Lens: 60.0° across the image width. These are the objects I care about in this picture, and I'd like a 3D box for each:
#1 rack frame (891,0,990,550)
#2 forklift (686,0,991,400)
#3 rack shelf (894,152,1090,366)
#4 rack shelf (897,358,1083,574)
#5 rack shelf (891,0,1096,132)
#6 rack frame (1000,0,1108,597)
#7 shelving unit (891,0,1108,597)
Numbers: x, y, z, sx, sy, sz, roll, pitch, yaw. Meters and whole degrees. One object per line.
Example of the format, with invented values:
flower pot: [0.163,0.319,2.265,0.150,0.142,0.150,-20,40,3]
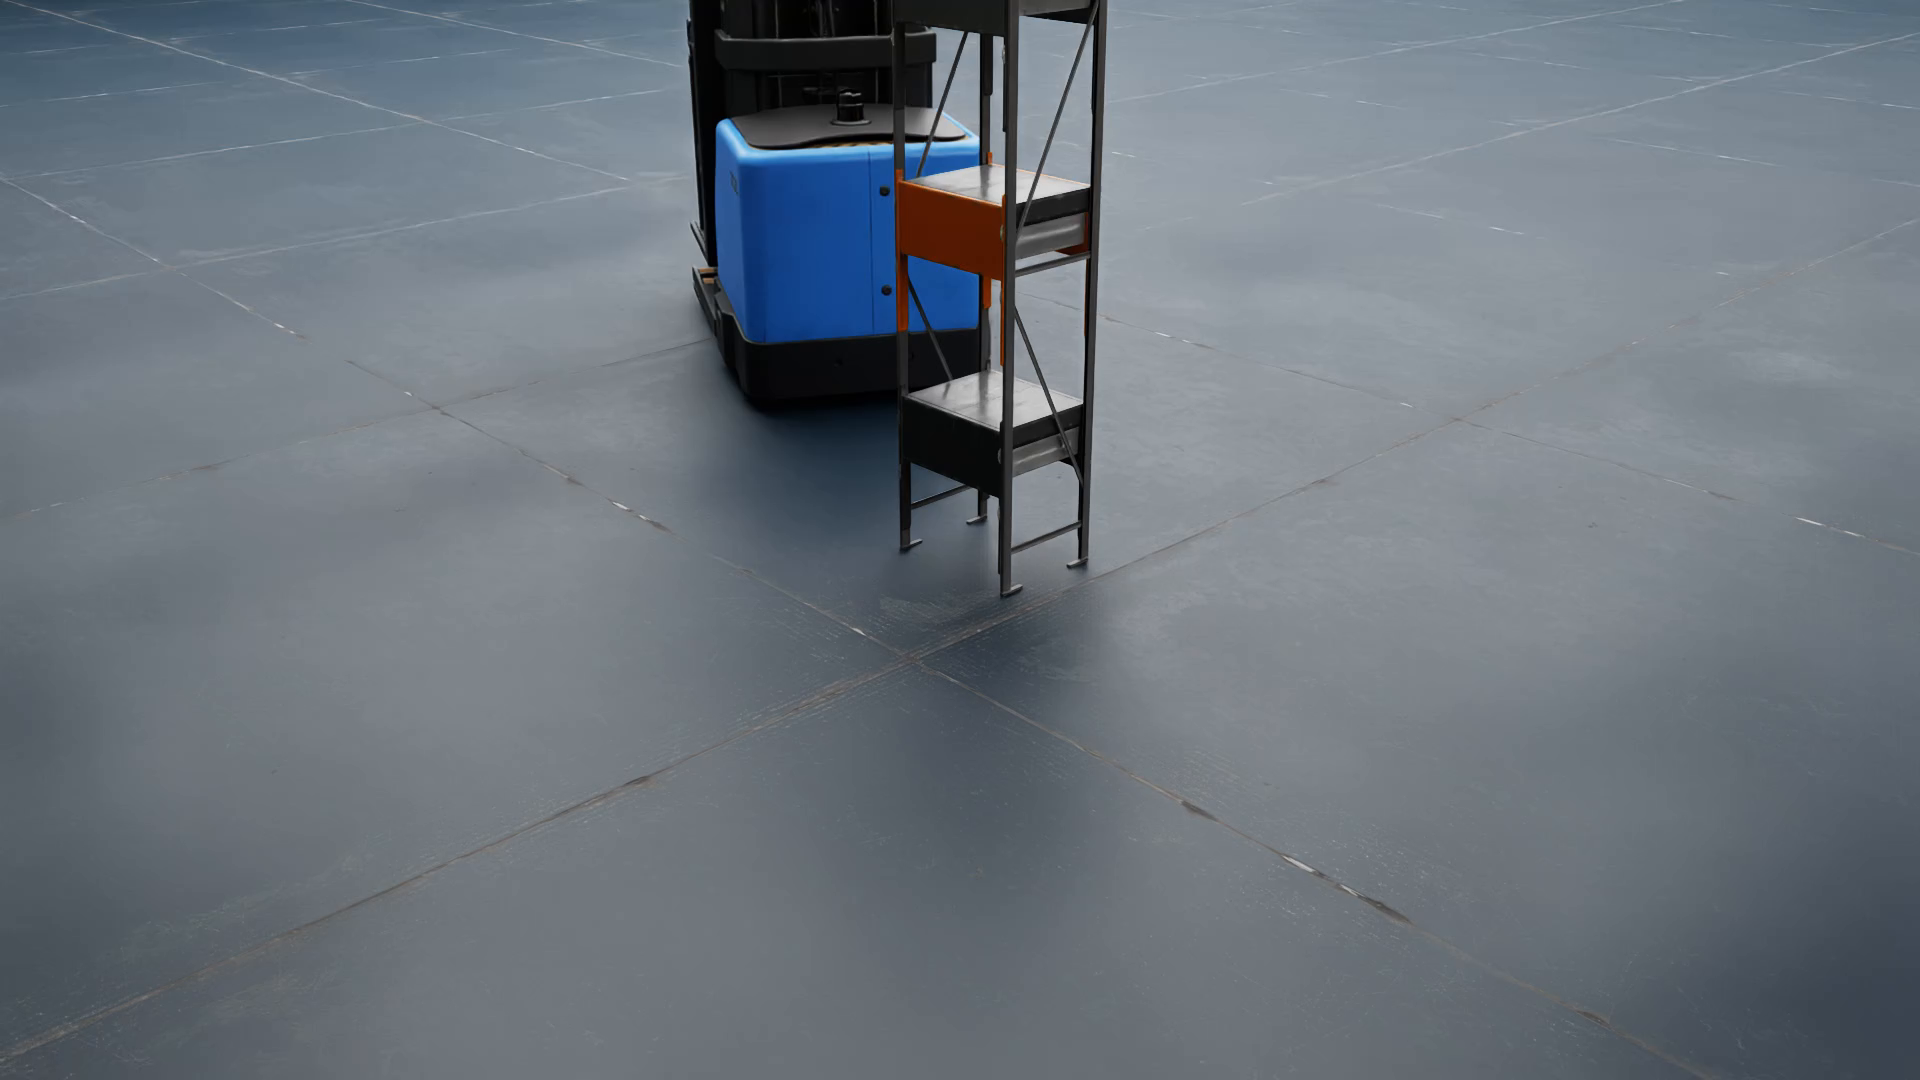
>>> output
rack frame: [-0.054,-0.979,5.366,0.400,2.100,0.015,-21,32,-38]
forklift: [-0.728,-2.497,7.693,1.130,2.935,3.031,-6,25,-13]
rack shelf: [0.113,-0.893,5.210,0.431,0.518,0.480,-21,32,-38]
rack shelf: [0.113,-0.256,5.500,0.431,0.518,0.480,-21,32,-38]
rack shelf: [0.113,-1.530,4.919,0.431,0.518,0.480,-21,32,-38]
rack frame: [0.280,-0.831,5.042,0.400,2.100,0.015,-21,32,-38]
shelving unit: [0.113,-0.905,5.204,0.431,2.100,0.503,-21,32,-38]
